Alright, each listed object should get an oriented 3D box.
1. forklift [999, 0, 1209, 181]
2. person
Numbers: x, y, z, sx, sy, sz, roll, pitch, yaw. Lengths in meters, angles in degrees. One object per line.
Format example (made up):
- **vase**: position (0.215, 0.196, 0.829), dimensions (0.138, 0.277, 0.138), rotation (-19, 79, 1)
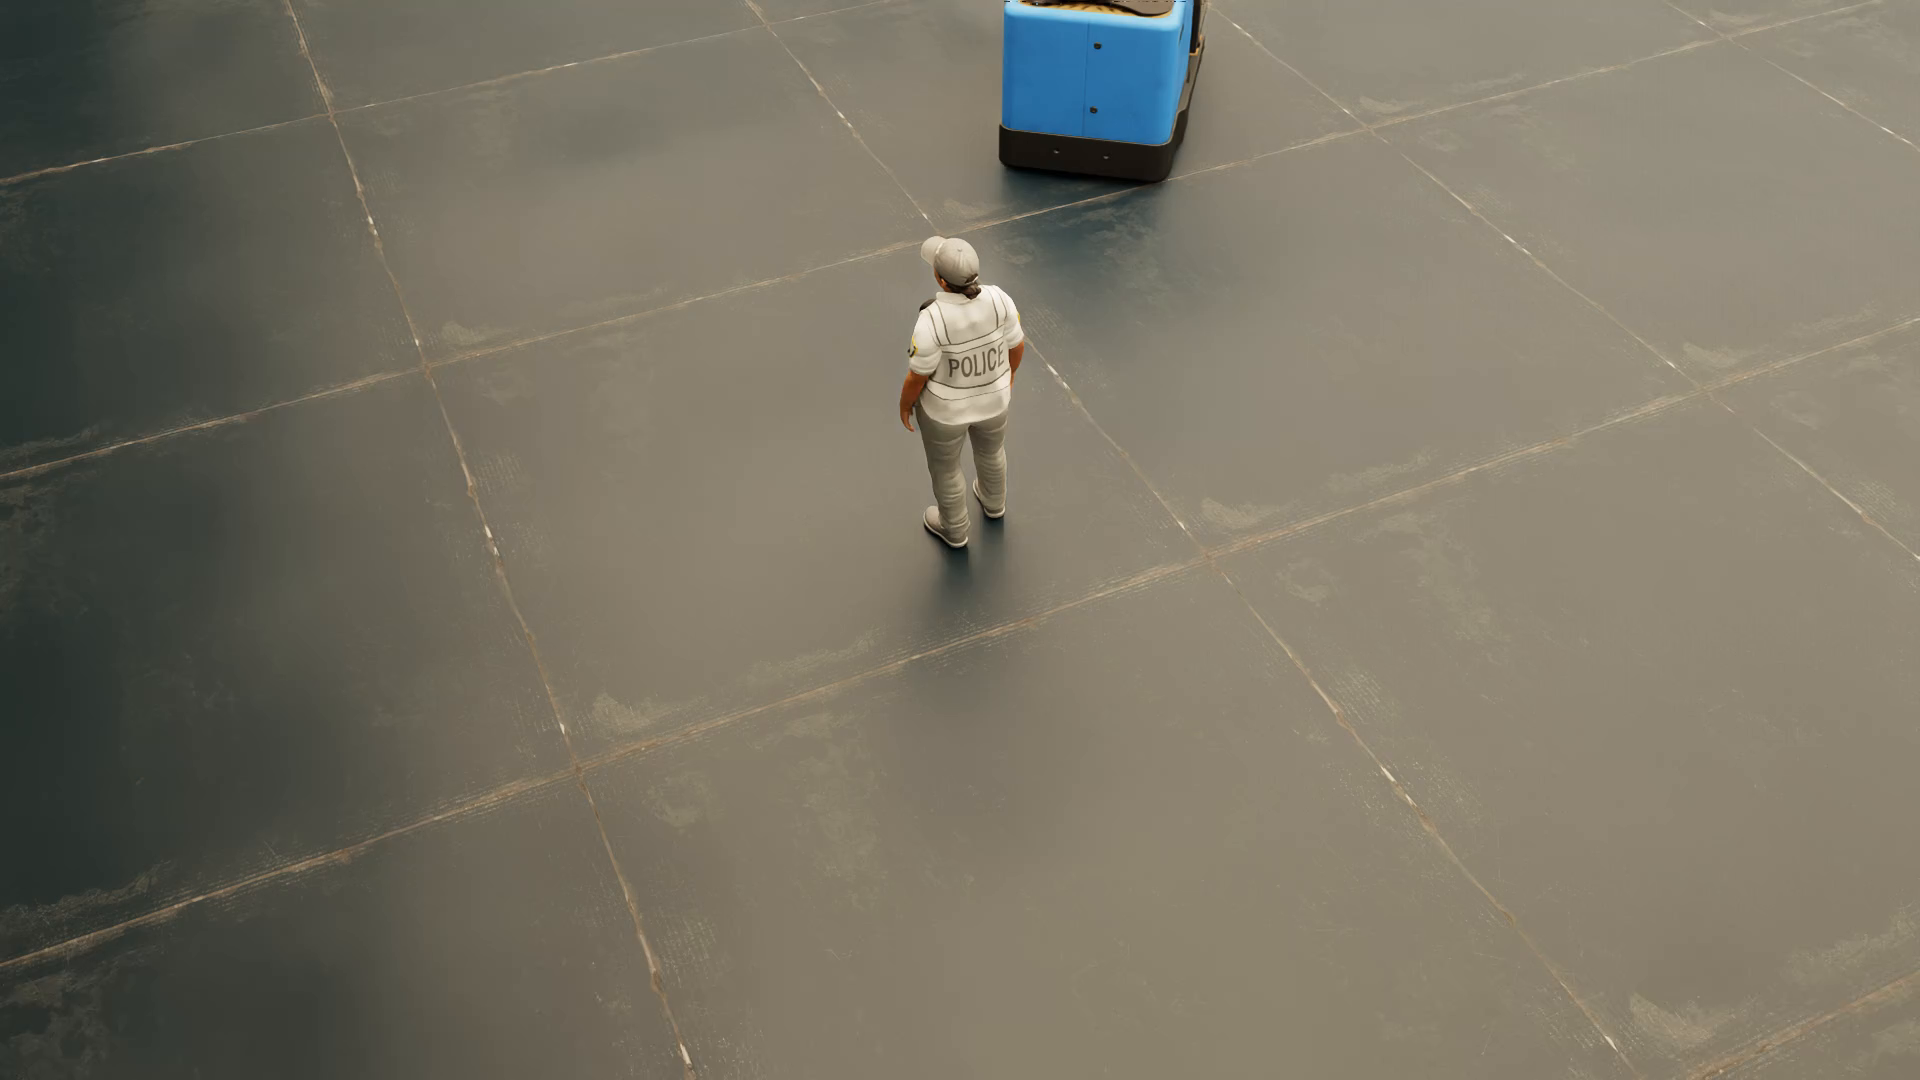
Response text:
- **forklift**: position (1.055, -4.258, 10.243), dimensions (1.130, 2.935, 3.031), rotation (8, 44, 9)
- **person**: position (-0.012, -0.669, 7.314), dimensions (0.598, 1.670, 0.527), rotation (-18, 46, -18)
